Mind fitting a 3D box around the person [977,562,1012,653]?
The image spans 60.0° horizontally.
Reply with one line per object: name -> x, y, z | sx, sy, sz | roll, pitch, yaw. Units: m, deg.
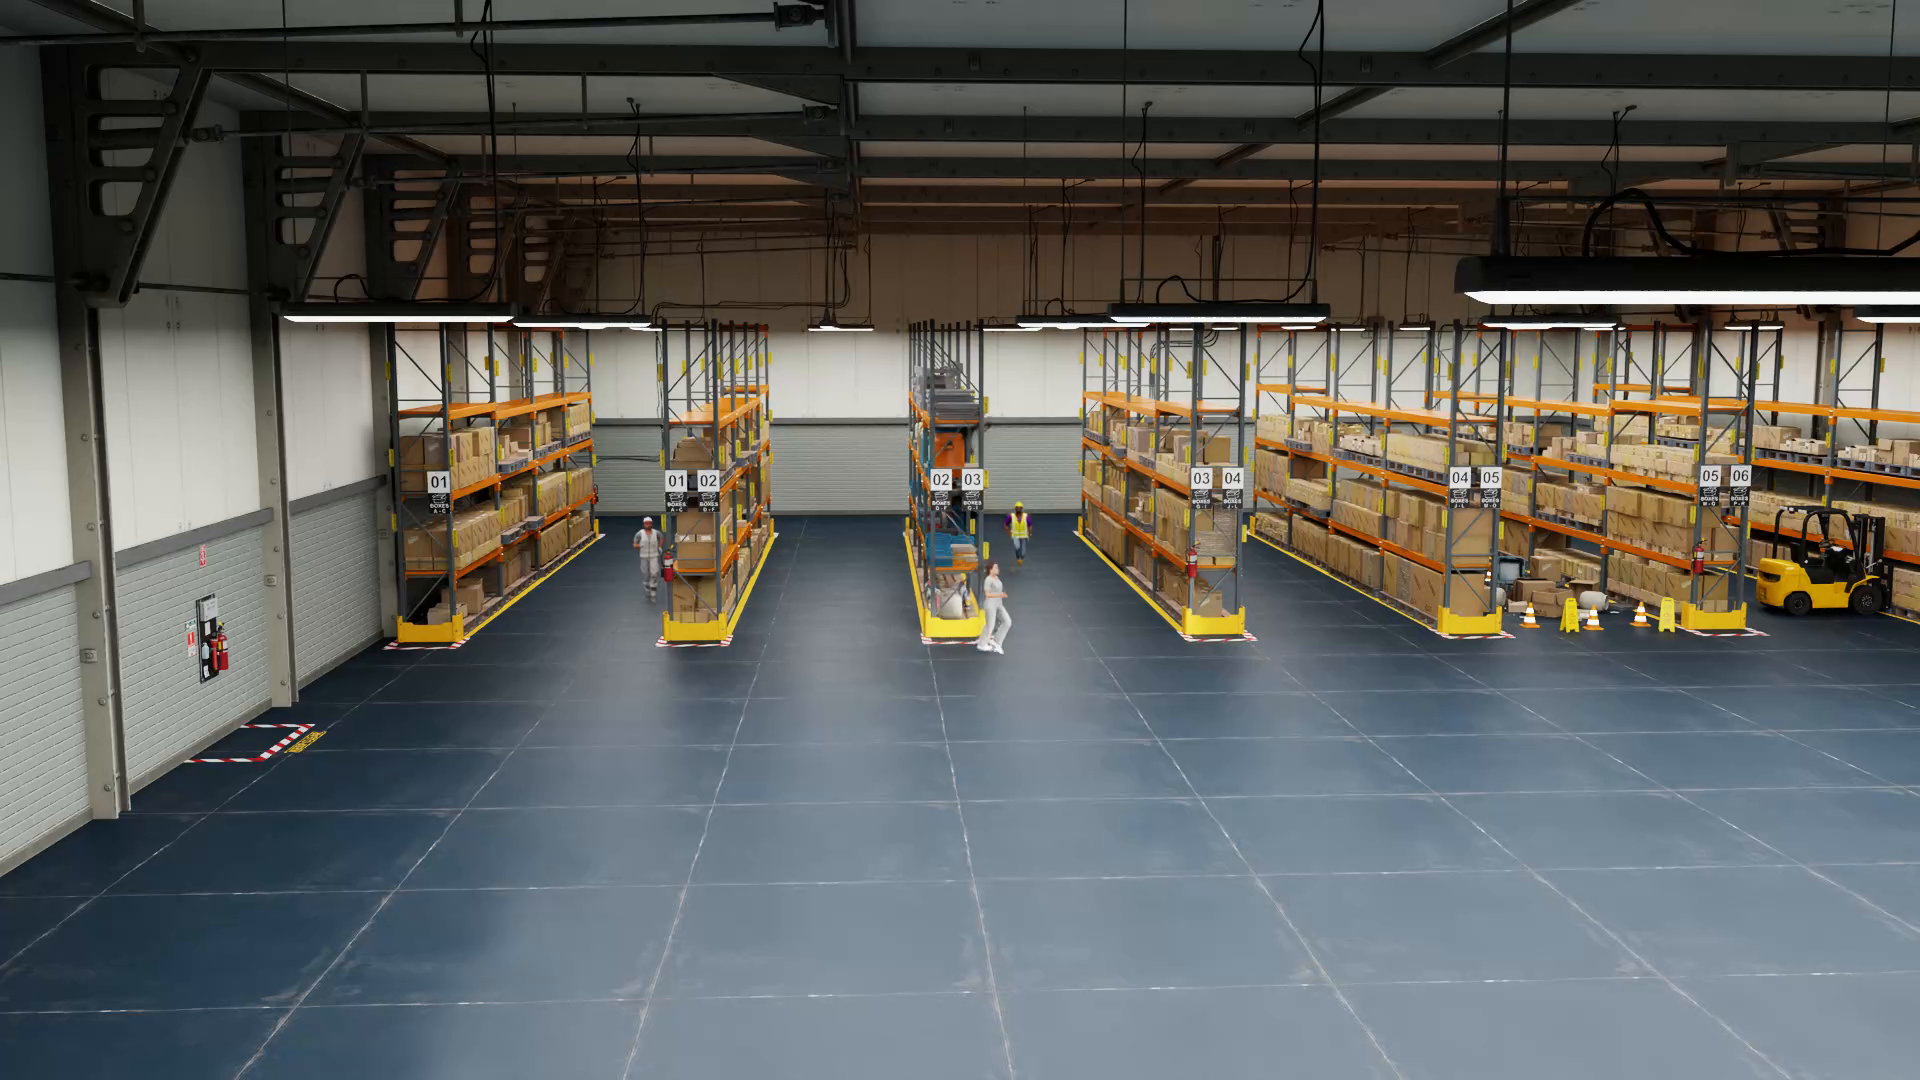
person -> 0.610, 1.219, 29.884 | 0.699, 1.684, 0.540 | 5, 8, 33

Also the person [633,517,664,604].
person -> -6.681, 0.412, 35.702 | 0.642, 1.829, 0.850 | -1, 7, -10

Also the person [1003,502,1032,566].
person -> 1.404, -0.122, 39.888 | 0.701, 1.587, 0.813 | -1, 7, -6
